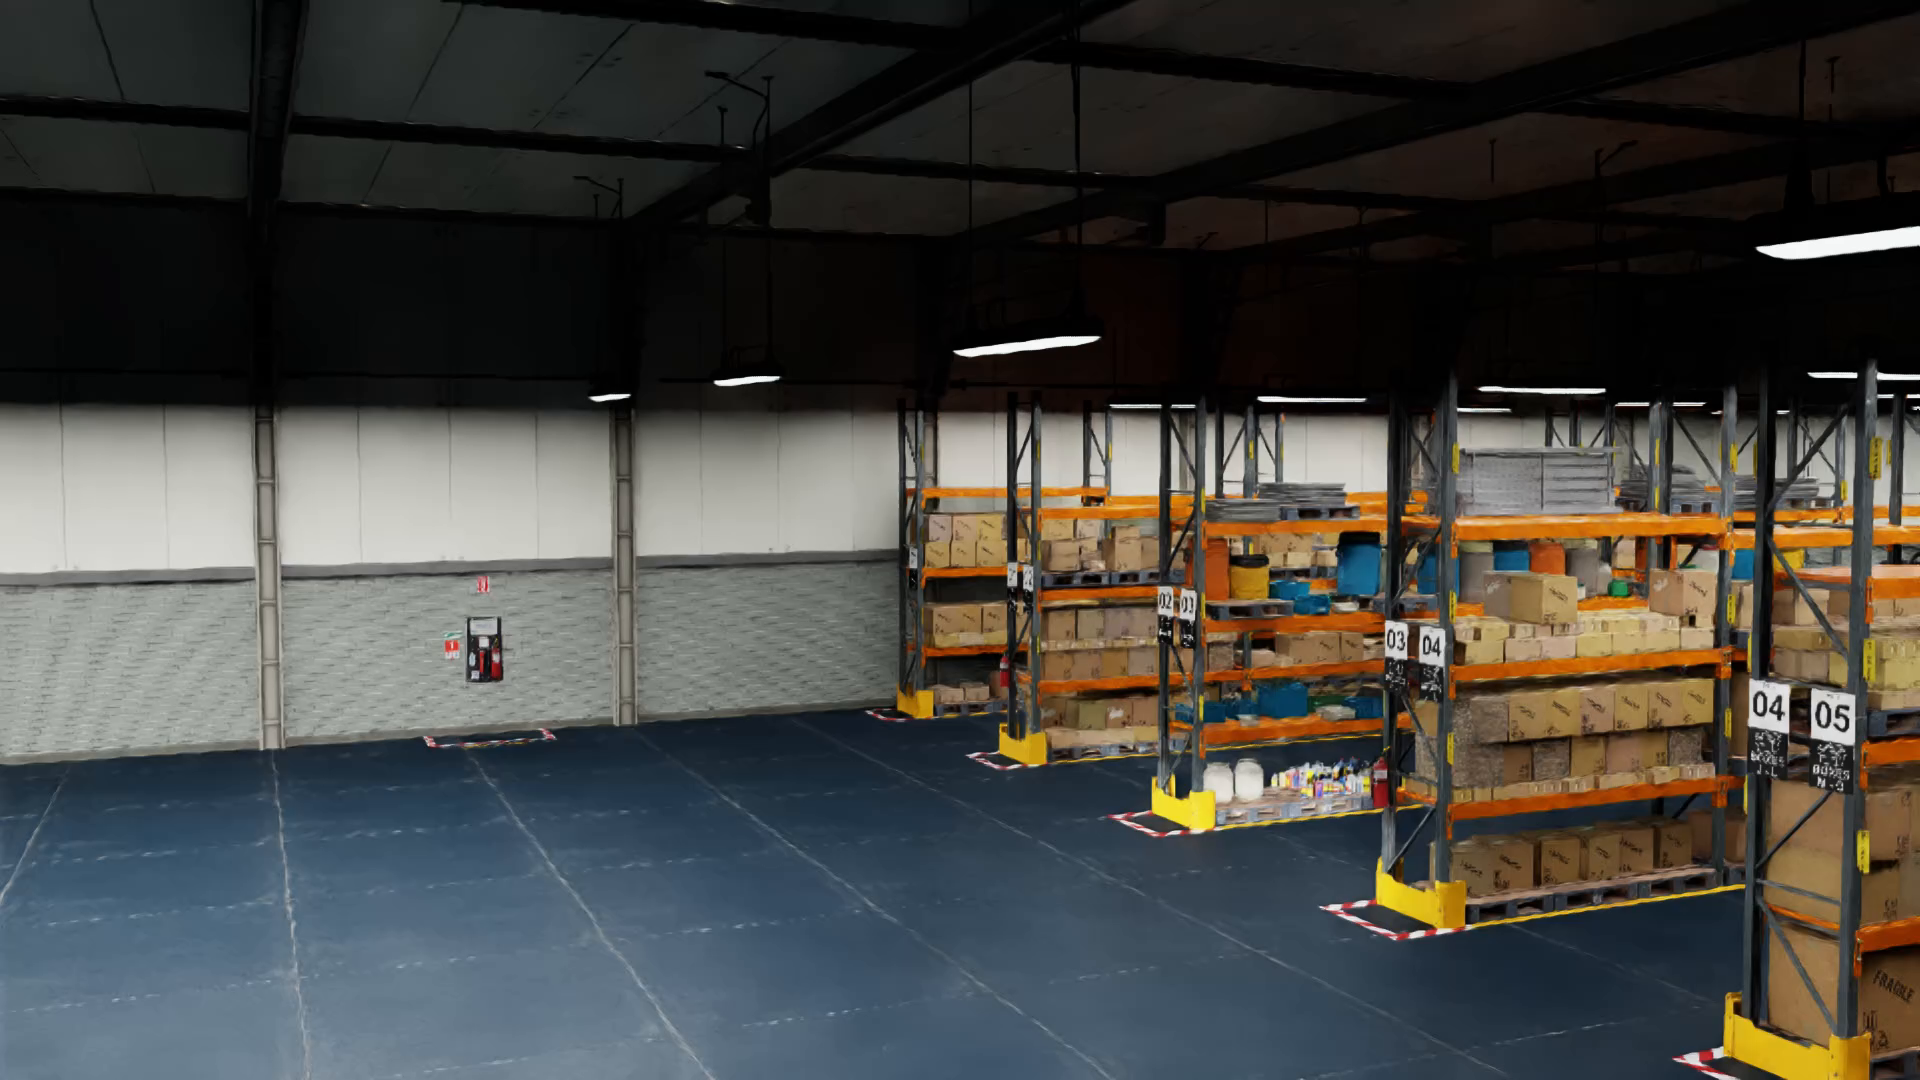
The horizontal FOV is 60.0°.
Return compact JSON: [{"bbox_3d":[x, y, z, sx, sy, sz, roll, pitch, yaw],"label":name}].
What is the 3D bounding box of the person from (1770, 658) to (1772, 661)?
[{"bbox_3d":[18.524,2.099,38.236,0.664,1.663,0.500,1,4,24],"label":"person"}]
